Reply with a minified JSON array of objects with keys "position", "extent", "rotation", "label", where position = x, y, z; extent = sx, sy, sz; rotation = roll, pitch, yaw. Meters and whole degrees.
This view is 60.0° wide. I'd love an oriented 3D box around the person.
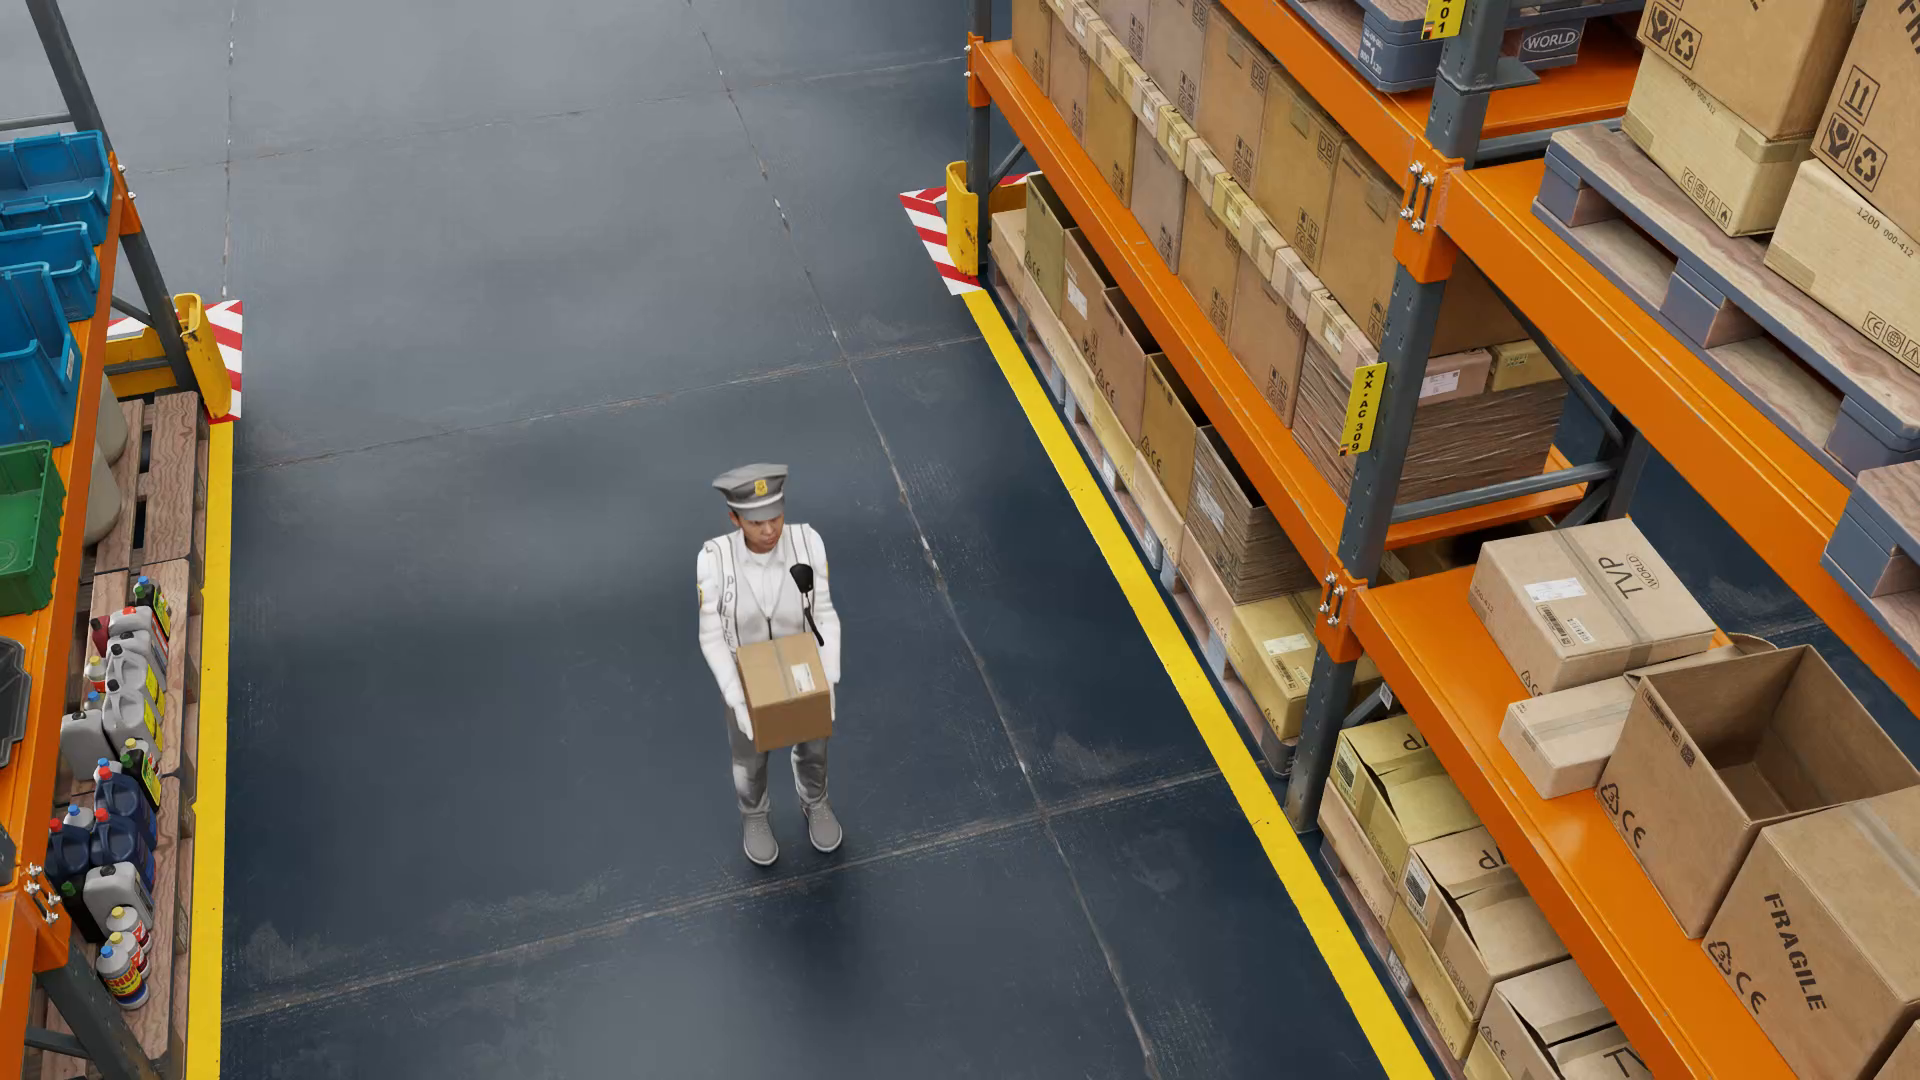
[{"position":[-0.619,0.482,5.614],"extent":[0.461,1.686,0.563],"rotation":[-12,44,-13],"label":"person"}]
